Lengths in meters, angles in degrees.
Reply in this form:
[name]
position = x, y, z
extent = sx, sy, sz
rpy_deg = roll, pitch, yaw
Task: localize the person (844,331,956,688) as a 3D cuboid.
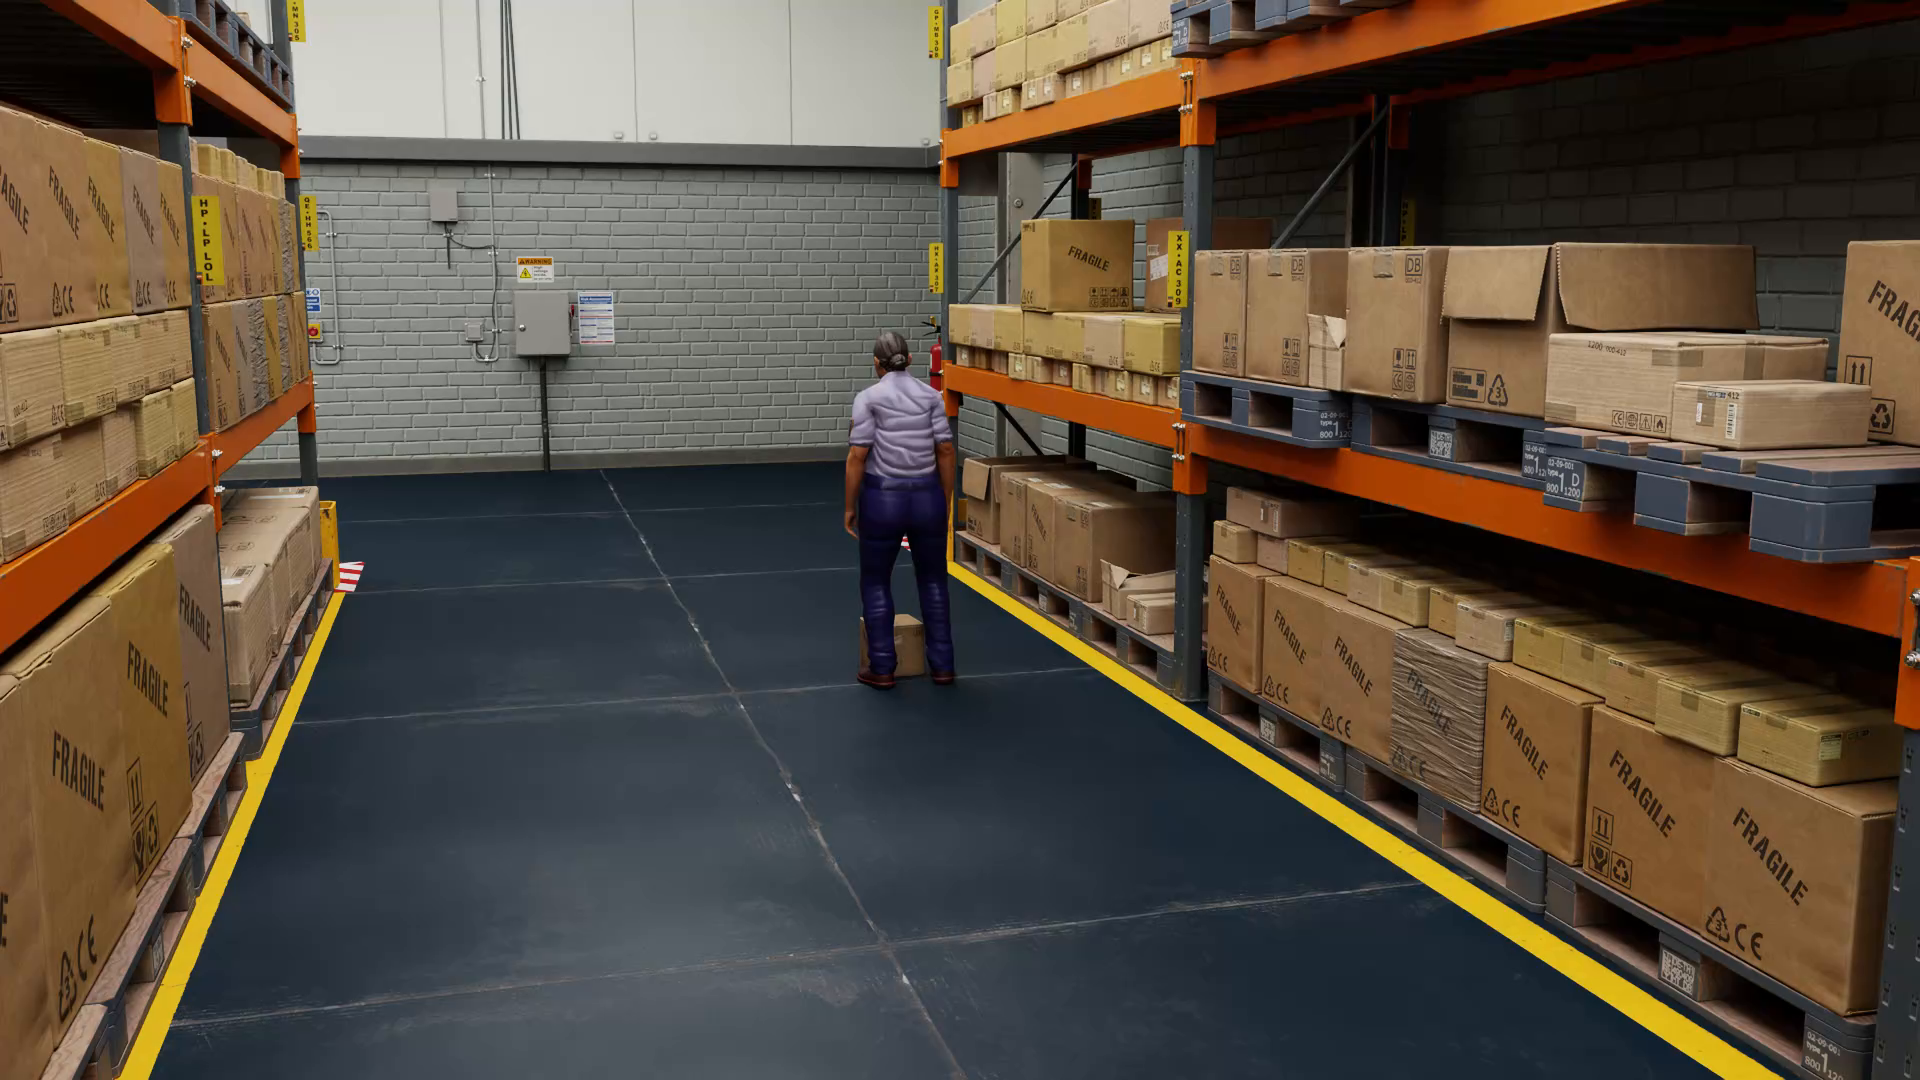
[person]
position = -0.269, -0.142, 7.761
extent = 0.563, 1.653, 0.327
rpy_deg = -3, 10, -19
